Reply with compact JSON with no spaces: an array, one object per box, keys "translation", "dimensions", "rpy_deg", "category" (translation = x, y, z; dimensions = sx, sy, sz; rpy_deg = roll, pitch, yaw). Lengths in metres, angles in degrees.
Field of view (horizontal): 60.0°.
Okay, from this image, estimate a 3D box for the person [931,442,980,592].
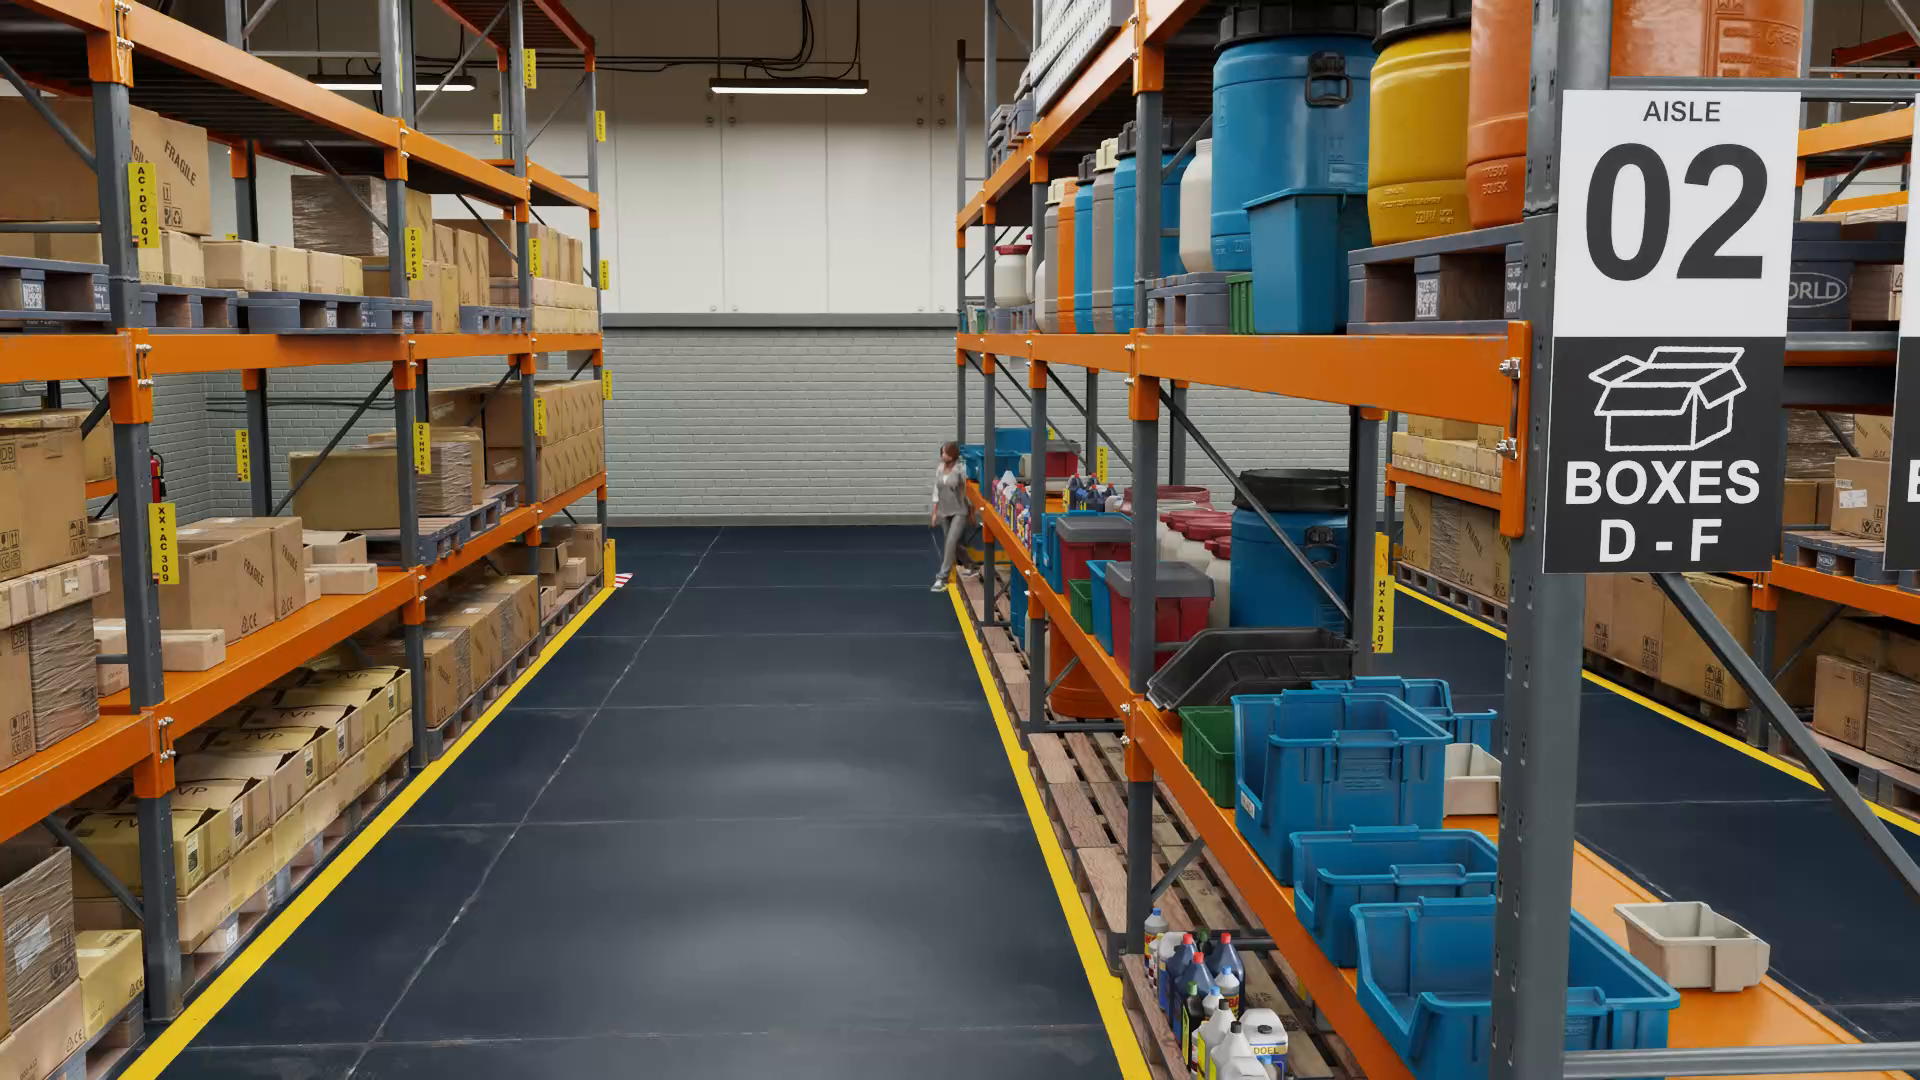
[{"translation":[-0.100,-0.270,17.561],"dimensions":[0.422,1.540,0.903],"rpy_deg":[6,9,41],"category":"person"}]
